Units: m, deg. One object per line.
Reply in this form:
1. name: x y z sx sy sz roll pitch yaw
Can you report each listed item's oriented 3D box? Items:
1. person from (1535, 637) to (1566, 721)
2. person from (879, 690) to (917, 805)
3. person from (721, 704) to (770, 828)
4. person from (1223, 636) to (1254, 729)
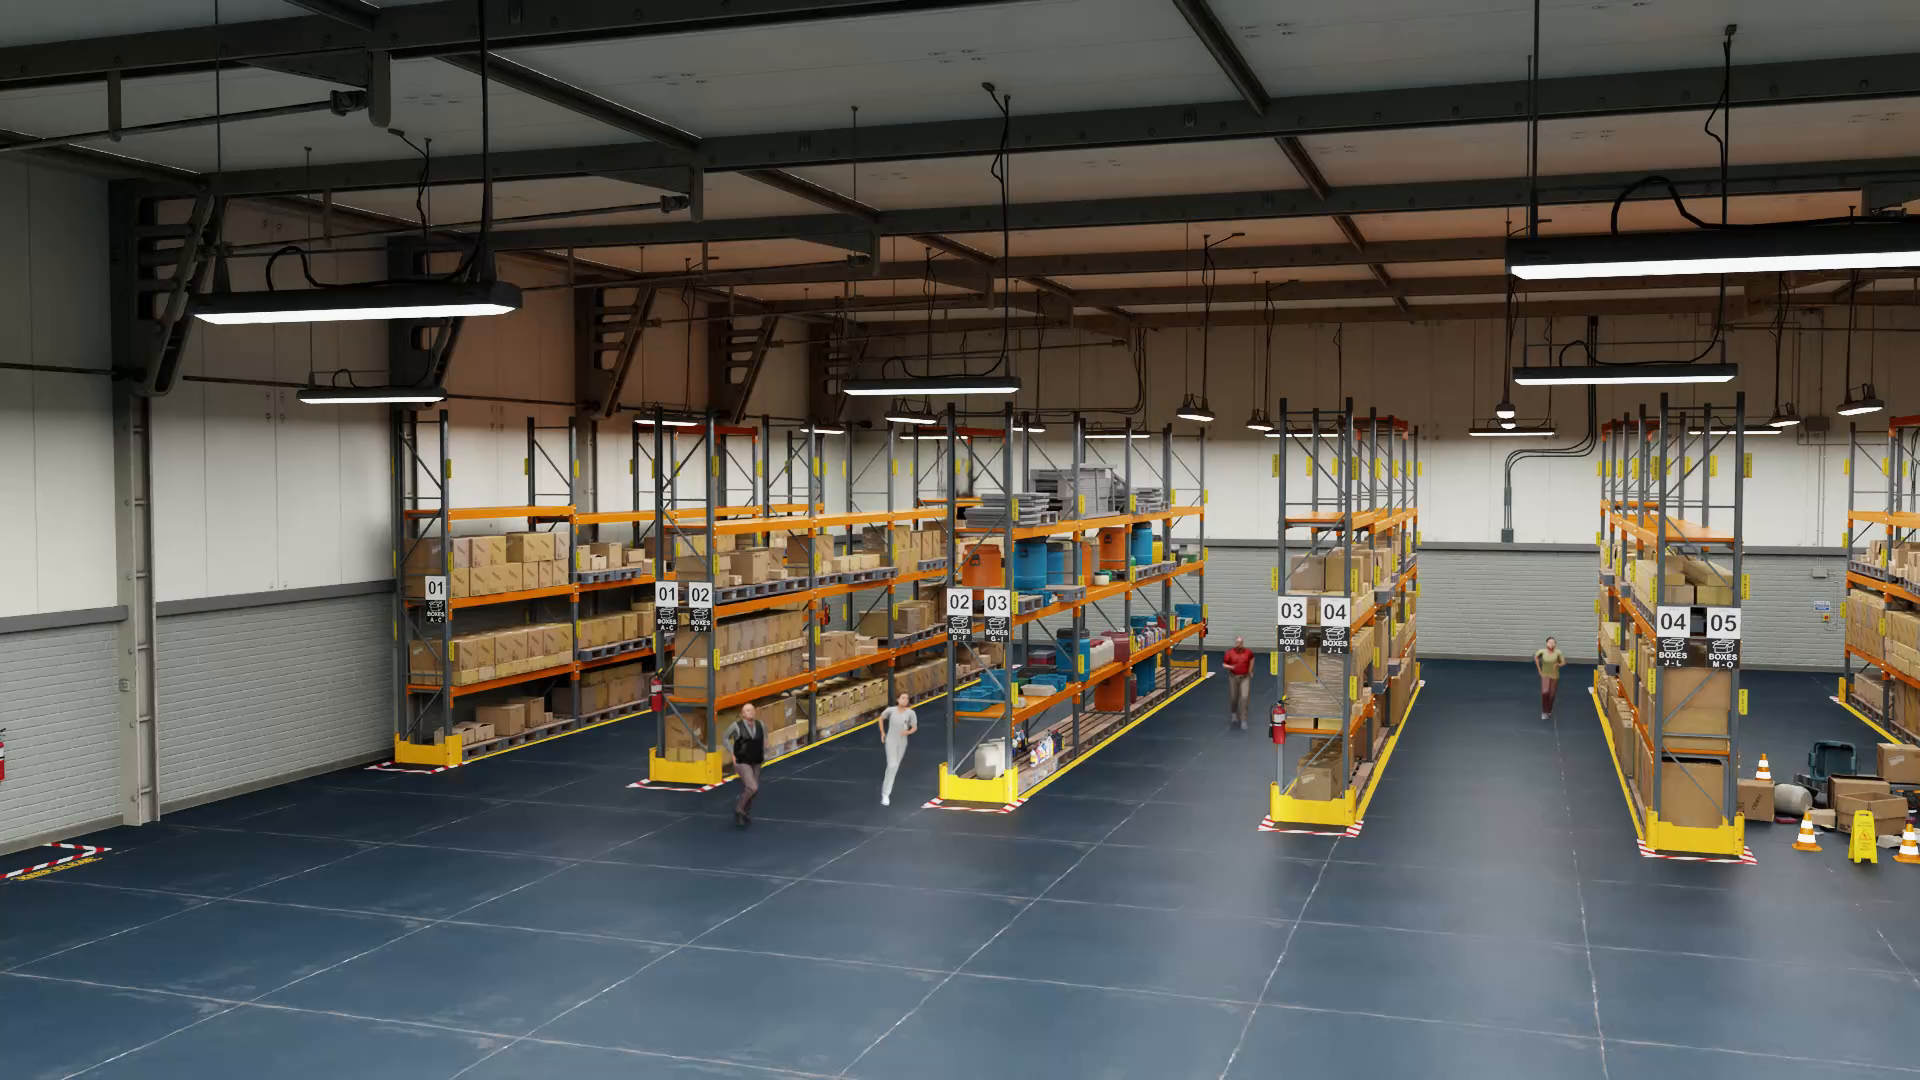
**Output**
1. person: 11.752 2.766 33.106 0.564 1.654 0.732 1 3 13
2. person: -0.944 3.111 25.071 0.576 1.701 0.673 -1 3 -17
3. person: -2.934 3.158 23.286 0.631 1.735 0.704 -2 3 -40
4. person: 5.423 2.745 32.376 0.621 1.751 0.937 0 2 8
